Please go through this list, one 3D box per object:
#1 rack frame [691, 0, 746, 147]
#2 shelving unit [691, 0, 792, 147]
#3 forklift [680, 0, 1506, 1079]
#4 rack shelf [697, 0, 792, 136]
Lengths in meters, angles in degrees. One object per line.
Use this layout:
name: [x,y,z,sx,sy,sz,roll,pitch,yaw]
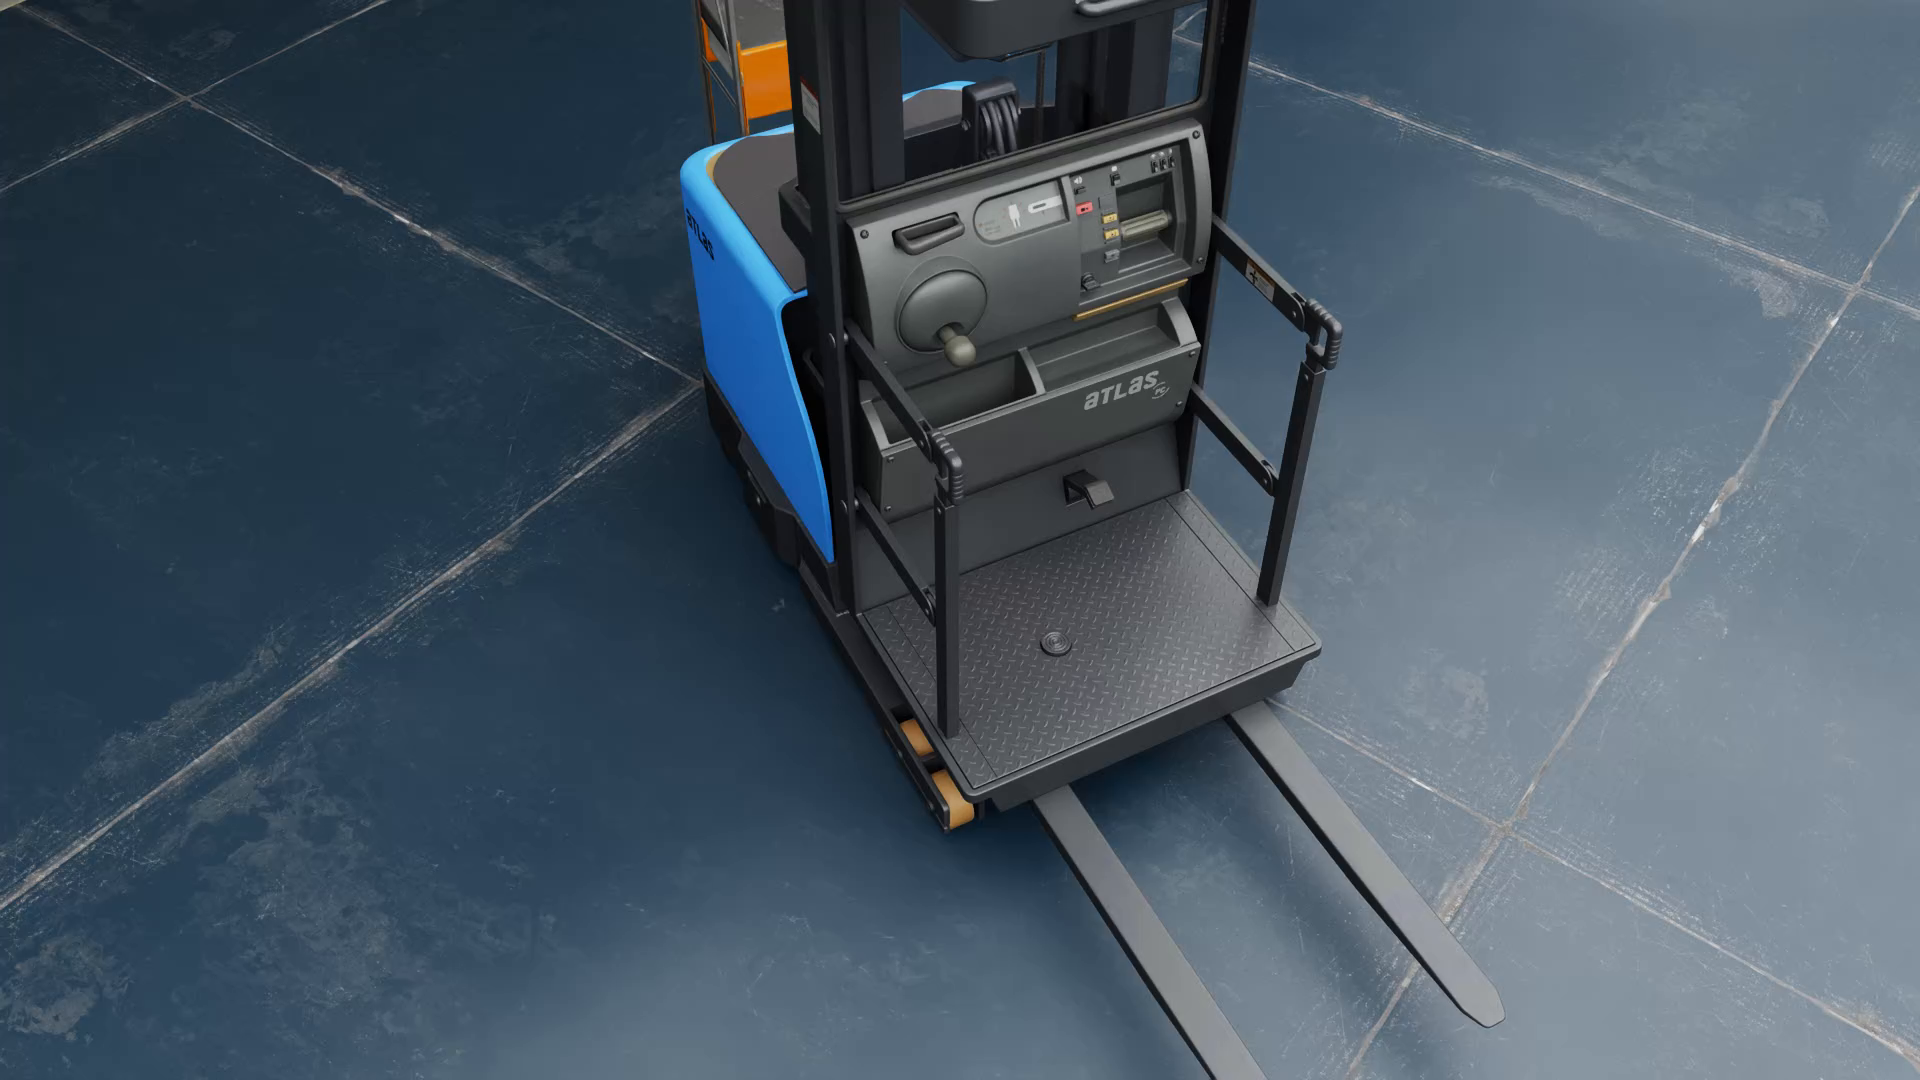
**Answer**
rack frame: [-0.739,-1.405,5.140,0.015,2.100,0.400,-19,49,-17]
shelving unit: [-0.518,-1.479,5.211,0.503,2.100,0.431,-19,49,-17]
forklift: [0.287,-0.608,3.804,1.130,2.935,3.031,-20,50,-18]
rack shelf: [-0.518,-1.470,5.221,0.480,0.518,0.431,-19,49,-17]
